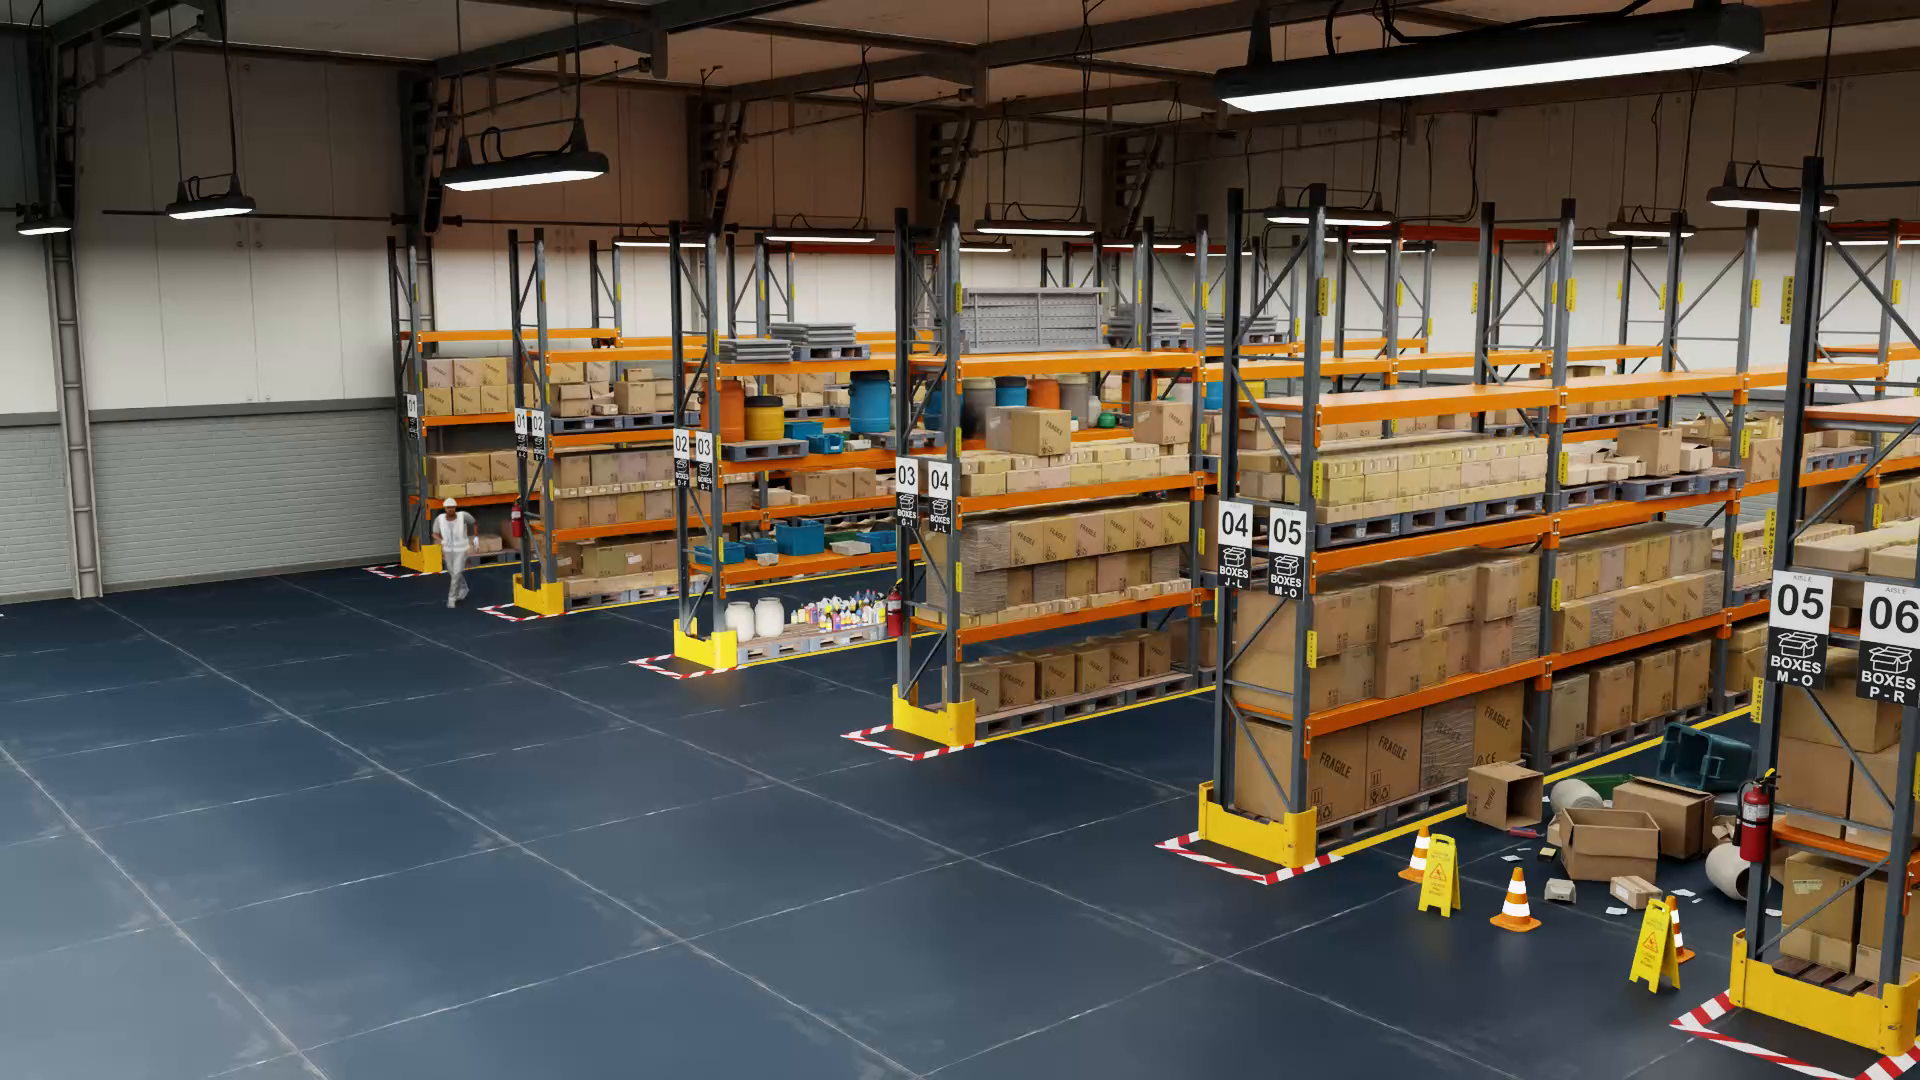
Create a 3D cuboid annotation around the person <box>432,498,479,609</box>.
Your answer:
[{"bbox_3d":[-8.134,0.173,26.933,0.677,1.781,0.816,1,9,5],"label":"person"}]

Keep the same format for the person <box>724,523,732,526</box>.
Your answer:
[{"bbox_3d":[-4.504,-0.485,31.477,0.665,1.651,0.800,5,10,29],"label":"person"}]
